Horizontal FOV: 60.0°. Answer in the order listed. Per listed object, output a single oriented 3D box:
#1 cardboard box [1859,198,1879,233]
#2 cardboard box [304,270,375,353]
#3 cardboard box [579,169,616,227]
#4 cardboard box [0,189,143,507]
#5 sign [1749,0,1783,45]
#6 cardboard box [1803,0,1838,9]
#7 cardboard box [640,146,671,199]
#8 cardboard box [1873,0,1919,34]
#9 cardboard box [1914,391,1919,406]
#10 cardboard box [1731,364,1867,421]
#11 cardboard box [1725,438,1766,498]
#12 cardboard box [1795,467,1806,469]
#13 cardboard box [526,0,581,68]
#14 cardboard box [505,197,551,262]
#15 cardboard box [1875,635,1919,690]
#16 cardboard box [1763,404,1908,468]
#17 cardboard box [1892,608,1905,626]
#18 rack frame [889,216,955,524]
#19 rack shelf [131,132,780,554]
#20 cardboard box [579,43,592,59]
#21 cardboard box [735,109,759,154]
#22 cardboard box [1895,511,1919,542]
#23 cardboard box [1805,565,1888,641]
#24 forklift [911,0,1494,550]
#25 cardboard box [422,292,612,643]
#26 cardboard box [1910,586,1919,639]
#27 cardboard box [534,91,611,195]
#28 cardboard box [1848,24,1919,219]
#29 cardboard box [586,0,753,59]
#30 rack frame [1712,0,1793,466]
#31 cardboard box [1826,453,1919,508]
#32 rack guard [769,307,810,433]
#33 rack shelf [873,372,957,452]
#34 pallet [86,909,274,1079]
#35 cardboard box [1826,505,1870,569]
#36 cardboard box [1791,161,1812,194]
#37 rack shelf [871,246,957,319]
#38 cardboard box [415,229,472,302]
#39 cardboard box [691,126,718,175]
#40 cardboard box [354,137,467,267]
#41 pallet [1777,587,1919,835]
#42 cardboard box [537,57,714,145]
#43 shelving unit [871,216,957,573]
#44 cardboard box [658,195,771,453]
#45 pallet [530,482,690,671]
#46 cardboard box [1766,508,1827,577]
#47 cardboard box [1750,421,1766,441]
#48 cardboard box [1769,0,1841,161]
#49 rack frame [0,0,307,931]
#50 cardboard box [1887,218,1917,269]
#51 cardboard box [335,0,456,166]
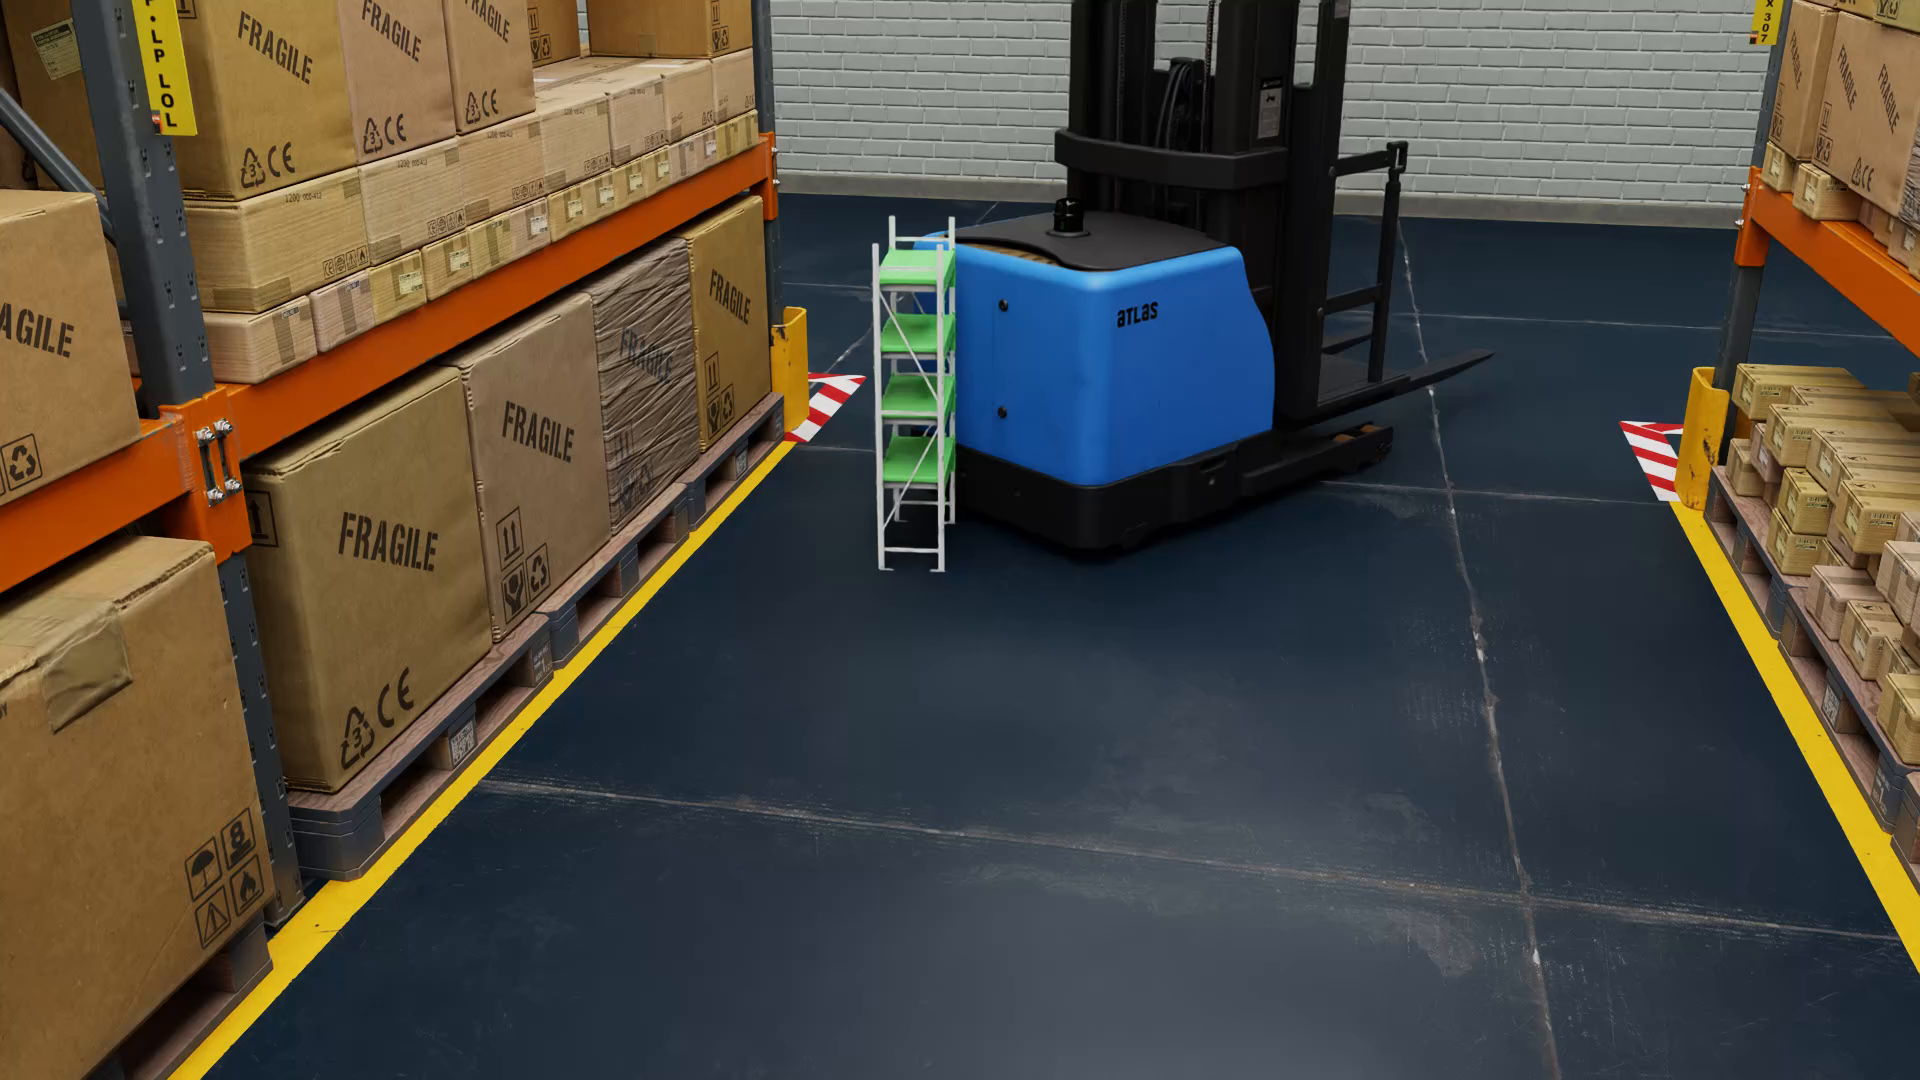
[{"bbox_3d":[3.104,-1.051,5.283,0.380,0.149,0.250,6,23,13],"label":"cardboard box"},{"bbox_3d":[-1.683,-0.571,4.092,0.380,0.149,0.250,4,22,9],"label":"cardboard box"},{"bbox_3d":[-1.369,-1.141,5.507,0.380,0.149,0.250,5,22,12],"label":"cardboard box"},{"bbox_3d":[-1.951,-0.363,3.106,0.500,0.500,0.500,5,22,11],"label":"cardboard box"},{"bbox_3d":[2.997,-1.999,6.144,0.100,0.325,0.005,4,22,11],"label":"sign"},{"bbox_3d":[3.177,-2.061,5.585,0.500,0.500,0.500,4,22,11],"label":"cardboard box"},{"bbox_3d":[-1.264,-1.326,5.967,0.380,0.149,0.250,4,22,10],"label":"cardboard box"},{"bbox_3d":[2.952,-1.687,4.657,0.500,0.500,0.500,4,22,10],"label":"cardboard box"},{"bbox_3d":[3.561,-0.404,5.800,0.380,0.149,0.250,5,22,12],"label":"cardboard box"},{"bbox_3d":[3.089,-0.539,6.135,0.380,0.149,0.250,3,22,8],"label":"cardboard box"},{"bbox_3d":[3.108,-0.262,6.242,0.380,0.149,0.250,5,22,12],"label":"cardboard box"},{"bbox_3d":[3.096,-0.203,5.697,0.380,0.149,0.250,5,22,12],"label":"cardboard box"},{"bbox_3d":[-1.771,-2.050,6.227,0.500,0.500,0.500,4,22,10],"label":"cardboard box"},{"bbox_3d":[-1.473,-0.949,5.031,0.380,0.149,0.250,5,22,12],"label":"cardboard box"},{"bbox_3d":[2.789,0.396,4.609,0.380,0.149,0.250,5,22,12],"label":"cardboard box"},{"bbox_3d":[2.974,-0.347,5.657,0.380,0.149,0.250,4,22,11],"label":"cardboard box"},{"bbox_3d":[2.896,0.188,4.728,0.380,0.149,0.250,6,23,13],"label":"cardboard box"},{"bbox_3d":[-0.139,-0.625,6.299,0.240,1.200,0.015,2,22,4],"label":"rack frame"},{"bbox_3d":[-1.715,-0.906,5.552,1.077,0.370,4.000,4,22,11],"label":"rack shelf"},{"bbox_3d":[-1.669,-1.885,6.821,0.500,0.250,0.500,4,22,9],"label":"cardboard box"},{"bbox_3d":[-1.057,-1.700,6.895,0.380,0.149,0.250,5,22,12],"label":"cardboard box"},{"bbox_3d":[2.882,0.043,4.689,0.380,0.149,0.250,5,22,11],"label":"cardboard box"},{"bbox_3d":[2.837,0.202,5.091,0.380,0.149,0.250,3,22,8],"label":"cardboard box"},{"bbox_3d":[1.232,-1.768,6.821,3.031,2.935,1.130,-19,29,-39],"label":"forklift"},{"bbox_3d":[-1.726,-0.282,5.321,0.875,0.875,0.875,4,22,11],"label":"cardboard box"},{"bbox_3d":[2.681,0.225,4.237,0.380,0.149,0.250,3,22,8],"label":"cardboard box"},{"bbox_3d":[-1.456,-1.280,5.319,0.500,0.250,0.500,4,22,11],"label":"cardboard box"},{"bbox_3d":[2.970,-1.222,4.840,0.500,0.500,0.500,5,22,12],"label":"cardboard box"},{"bbox_3d":[-1.149,-2.190,6.574,0.500,0.500,0.500,5,22,12],"label":"cardboard box"},{"bbox_3d":[3.528,-1.556,6.203,1.000,3.000,0.127,4,22,11],"label":"rack frame"},{"bbox_3d":[2.938,-0.149,5.166,0.380,0.149,0.250,5,23,13],"label":"cardboard box"},{"bbox_3d":[-1.302,-0.821,7.722,1.175,0.500,0.348,4,22,11],"label":"rack guard"},{"bbox_3d":[-0.158,-0.475,6.097,0.258,0.148,0.480,2,22,4],"label":"rack shelf"},{"bbox_3d":[-2.206,1.073,3.407,1.003,0.211,1.213,4,22,11],"label":"pallet"},{"bbox_3d":[2.976,-0.013,5.226,0.380,0.149,0.250,3,22,8],"label":"cardboard box"},{"bbox_3d":[3.130,-1.250,5.779,0.380,0.149,0.250,5,23,13],"label":"cardboard box"},{"bbox_3d":[-0.158,-0.920,5.917,0.258,0.148,0.480,2,22,4],"label":"rack shelf"},{"bbox_3d":[-1.578,-0.764,4.571,0.380,0.149,0.250,4,22,9],"label":"cardboard box"},{"bbox_3d":[-1.161,-1.512,6.430,0.380,0.149,0.250,5,22,11],"label":"cardboard box"},{"bbox_3d":[-1.664,-0.910,4.402,0.500,0.250,0.500,4,22,11],"label":"cardboard box"},{"bbox_3d":[3.061,0.504,4.819,1.003,0.211,1.213,4,22,11],"label":"pallet"},{"bbox_3d":[-1.250,-1.657,6.255,0.500,0.250,0.500,4,22,10],"label":"cardboard box"},{"bbox_3d":[-0.158,-0.534,6.073,0.258,1.200,0.503,2,22,4],"label":"shelving unit"},{"bbox_3d":[-1.359,-0.941,6.956,0.875,0.875,0.875,4,22,11],"label":"cardboard box"},{"bbox_3d":[-1.644,0.065,5.909,1.003,0.211,1.213,4,22,11],"label":"pallet"},{"bbox_3d":[2.931,0.017,5.551,0.380,0.149,0.250,5,22,12],"label":"cardboard box"},{"bbox_3d":[3.170,-0.395,6.174,0.380,0.149,0.250,5,23,13],"label":"cardboard box"},{"bbox_3d":[3.166,-1.598,5.773,0.500,0.500,0.500,6,23,13],"label":"cardboard box"},{"bbox_3d":[-2.123,-0.509,3.601,1.000,3.000,0.127,4,22,11],"label":"rack frame"},{"bbox_3d":[2.947,-0.865,4.823,0.380,0.149,0.250,4,22,10],"label":"cardboard box"},{"bbox_3d":[-1.667,-1.260,4.266,0.500,0.500,0.500,4,22,11],"label":"cardboard box"}]
